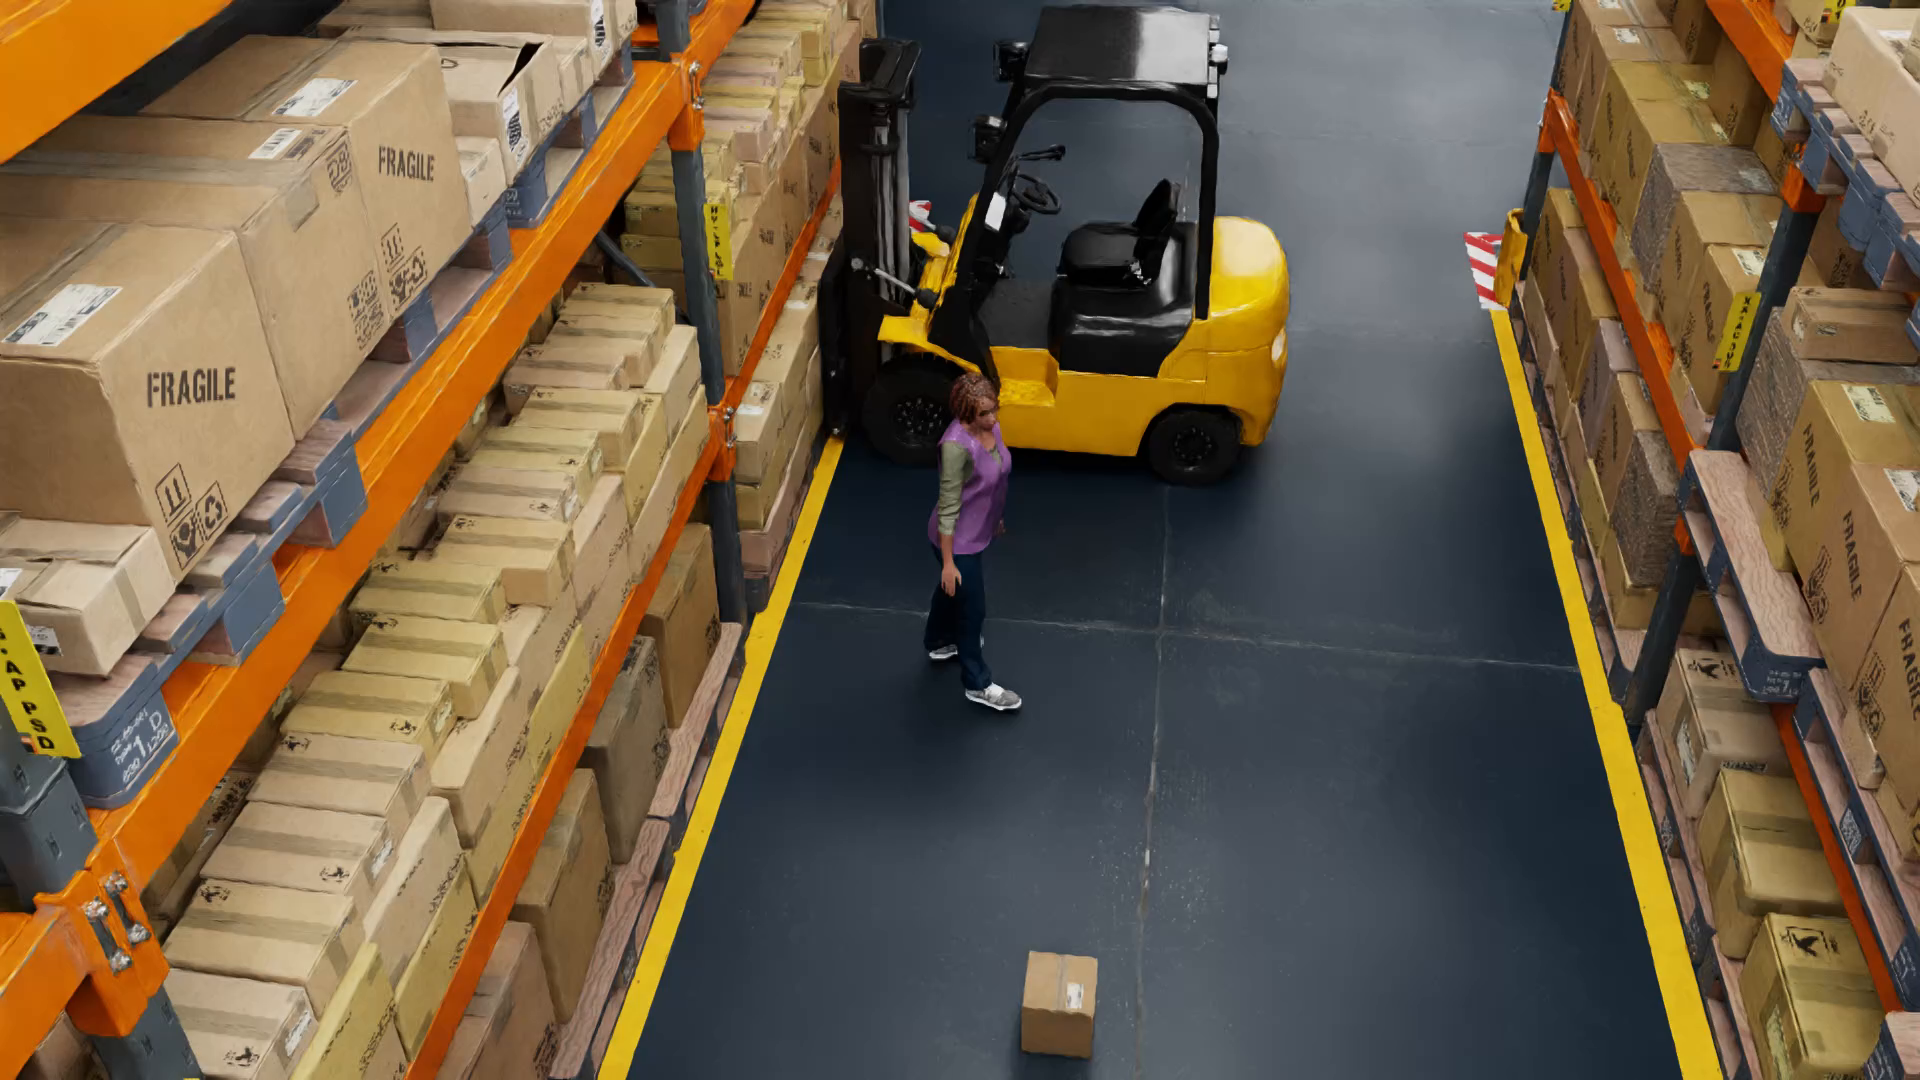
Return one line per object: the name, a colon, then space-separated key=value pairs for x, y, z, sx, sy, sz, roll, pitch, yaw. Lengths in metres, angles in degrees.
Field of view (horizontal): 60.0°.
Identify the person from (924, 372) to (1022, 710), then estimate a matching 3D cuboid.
person: x=0.057 y=-0.002 z=7.008 sx=0.532 sy=1.591 sz=0.550 roll=12 pitch=38 yaw=16
